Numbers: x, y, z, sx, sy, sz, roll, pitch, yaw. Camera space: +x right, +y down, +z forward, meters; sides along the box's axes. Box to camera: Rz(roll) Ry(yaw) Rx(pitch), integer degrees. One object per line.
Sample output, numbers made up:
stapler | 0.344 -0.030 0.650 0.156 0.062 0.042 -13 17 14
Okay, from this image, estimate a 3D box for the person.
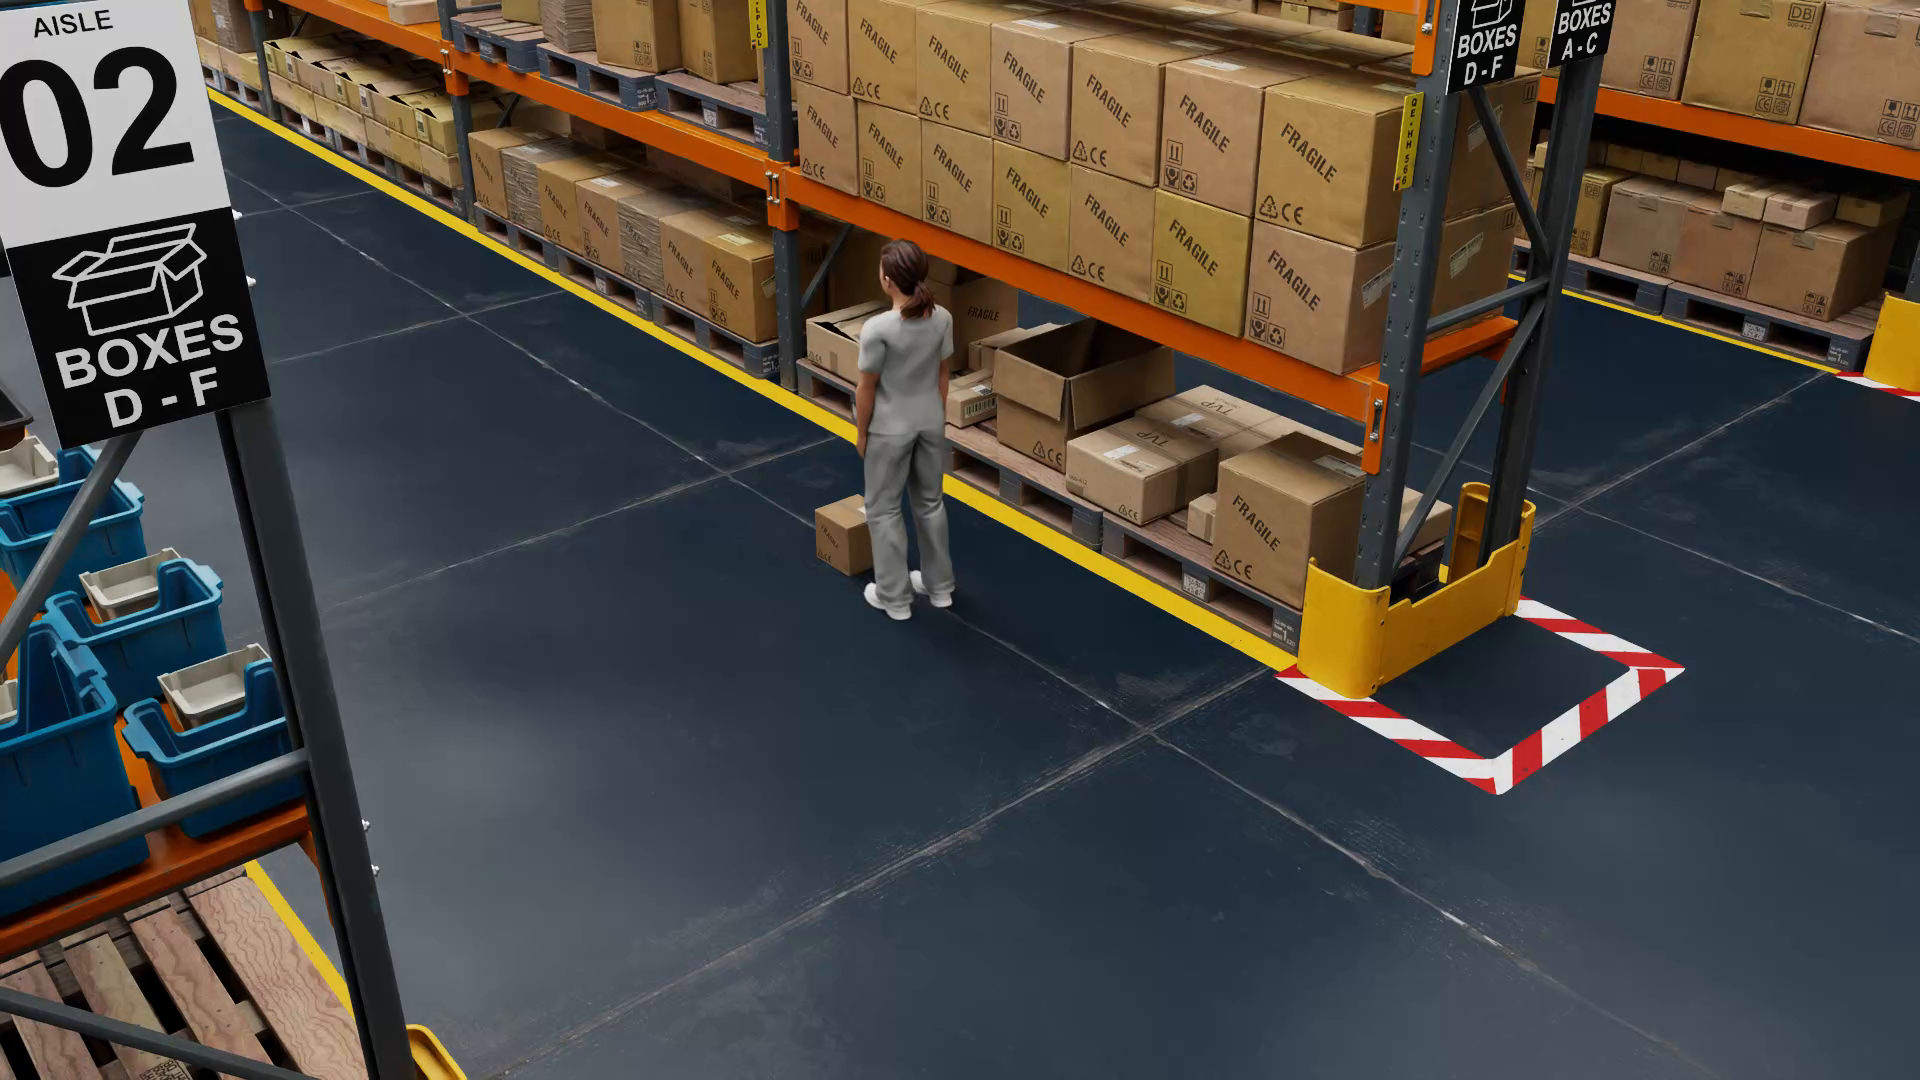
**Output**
person | -0.232 -0.451 6.972 0.437 1.668 0.347 -16 32 -27
